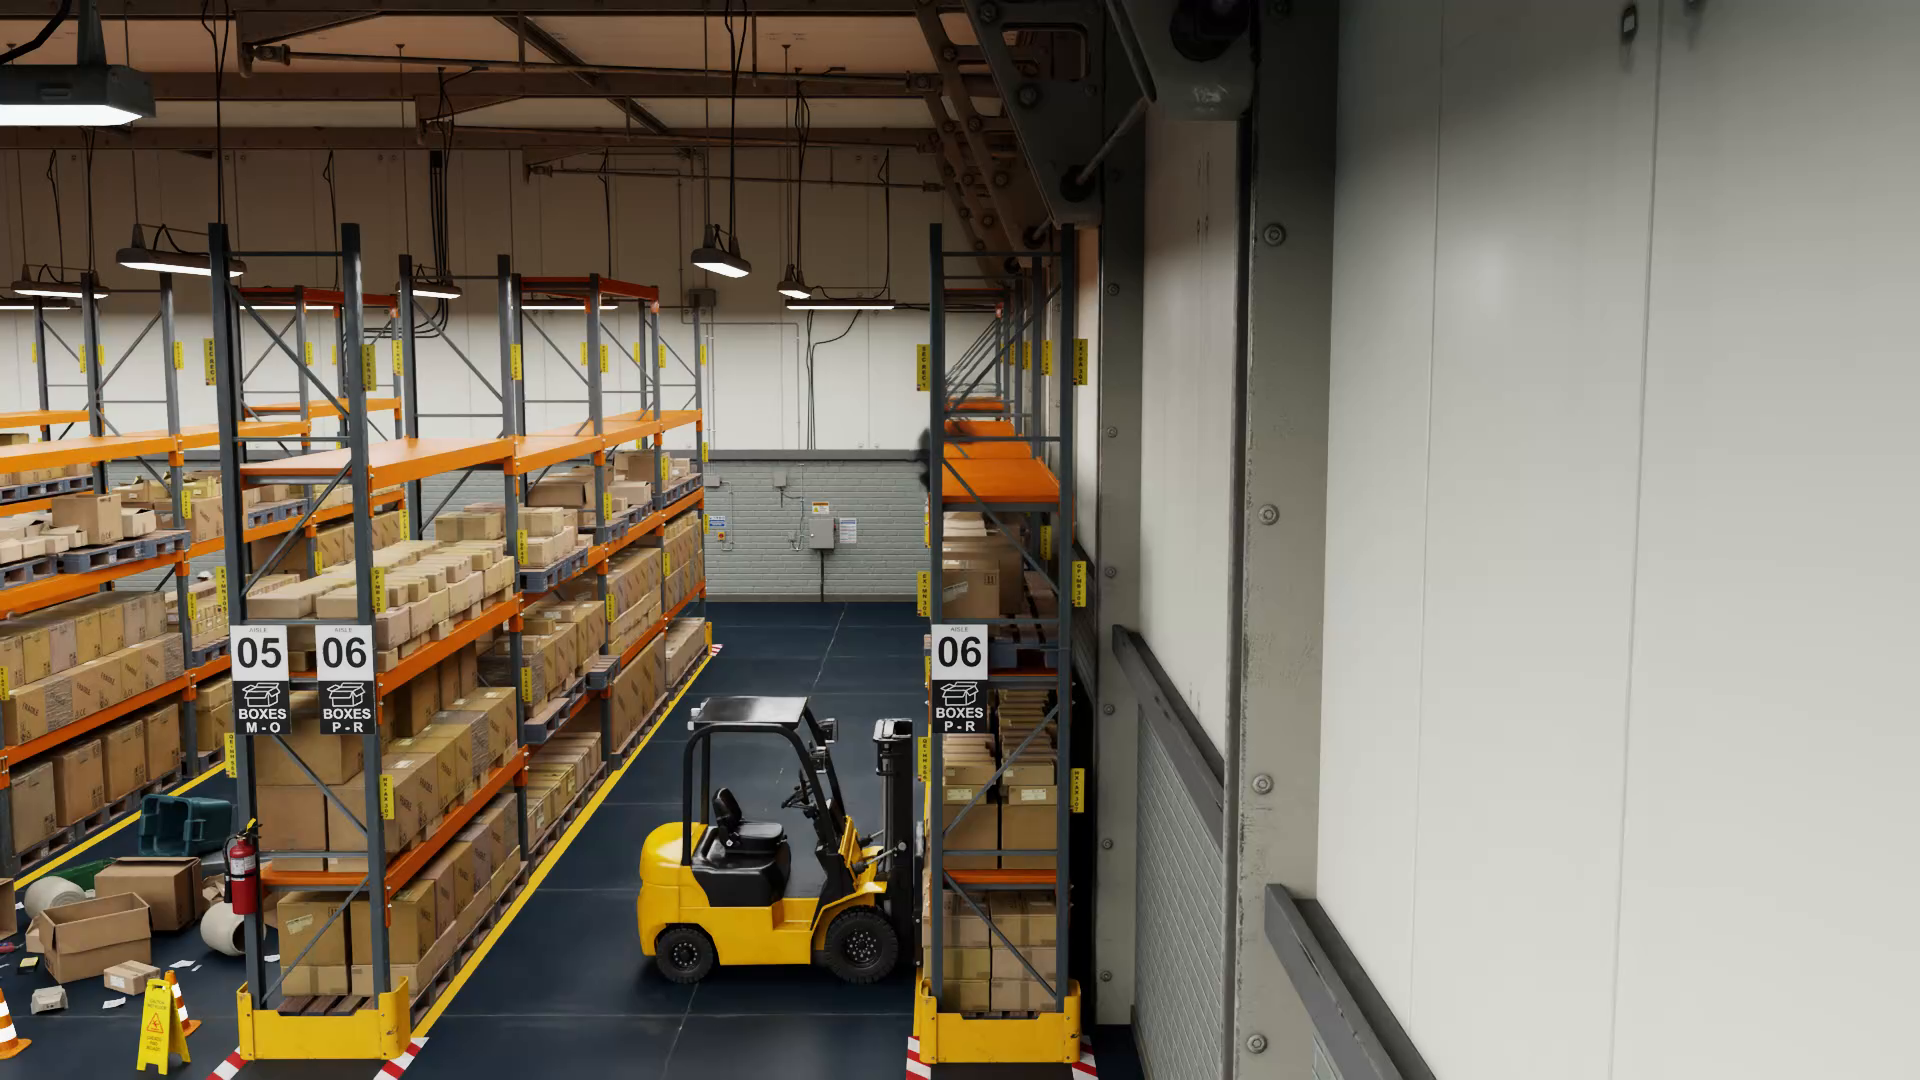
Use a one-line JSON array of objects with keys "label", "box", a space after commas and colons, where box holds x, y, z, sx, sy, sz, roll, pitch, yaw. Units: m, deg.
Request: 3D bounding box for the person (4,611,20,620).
[{"label": "person", "box": [-12.923, 1.740, 22.815, 0.552, 1.577, 0.611, 0, 7, 0]}]

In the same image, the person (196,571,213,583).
[{"label": "person", "box": [-11.507, 1.333, 25.548, 0.715, 1.738, 0.664, 1, 7, 8]}]
